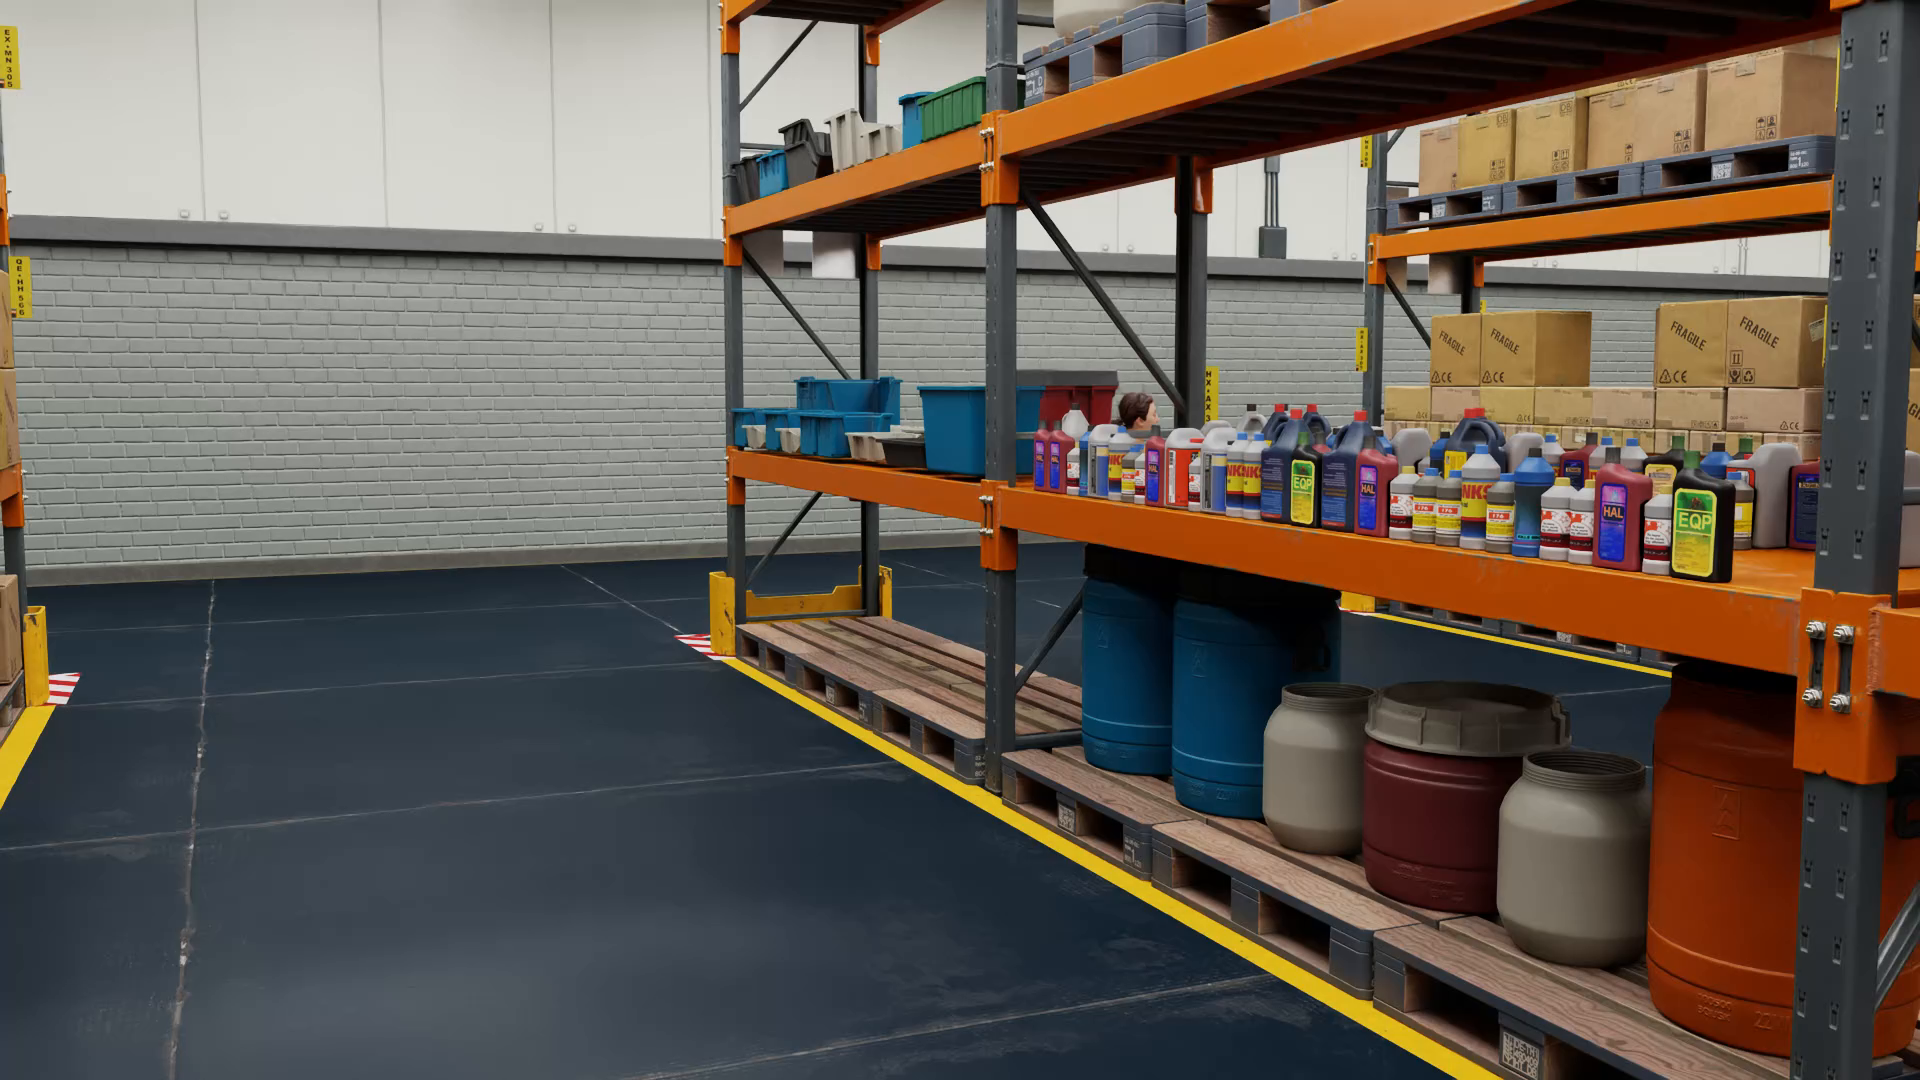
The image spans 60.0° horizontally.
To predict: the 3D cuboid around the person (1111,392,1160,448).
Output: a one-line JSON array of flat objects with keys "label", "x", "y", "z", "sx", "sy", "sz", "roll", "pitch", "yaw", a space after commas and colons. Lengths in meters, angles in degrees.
[{"label": "person", "x": 1.029, "y": 0.015, "z": 9.254, "sx": 0.445, "sy": 1.669, "sz": 0.522, "roll": 2, "pitch": 6, "yaw": 22}]
